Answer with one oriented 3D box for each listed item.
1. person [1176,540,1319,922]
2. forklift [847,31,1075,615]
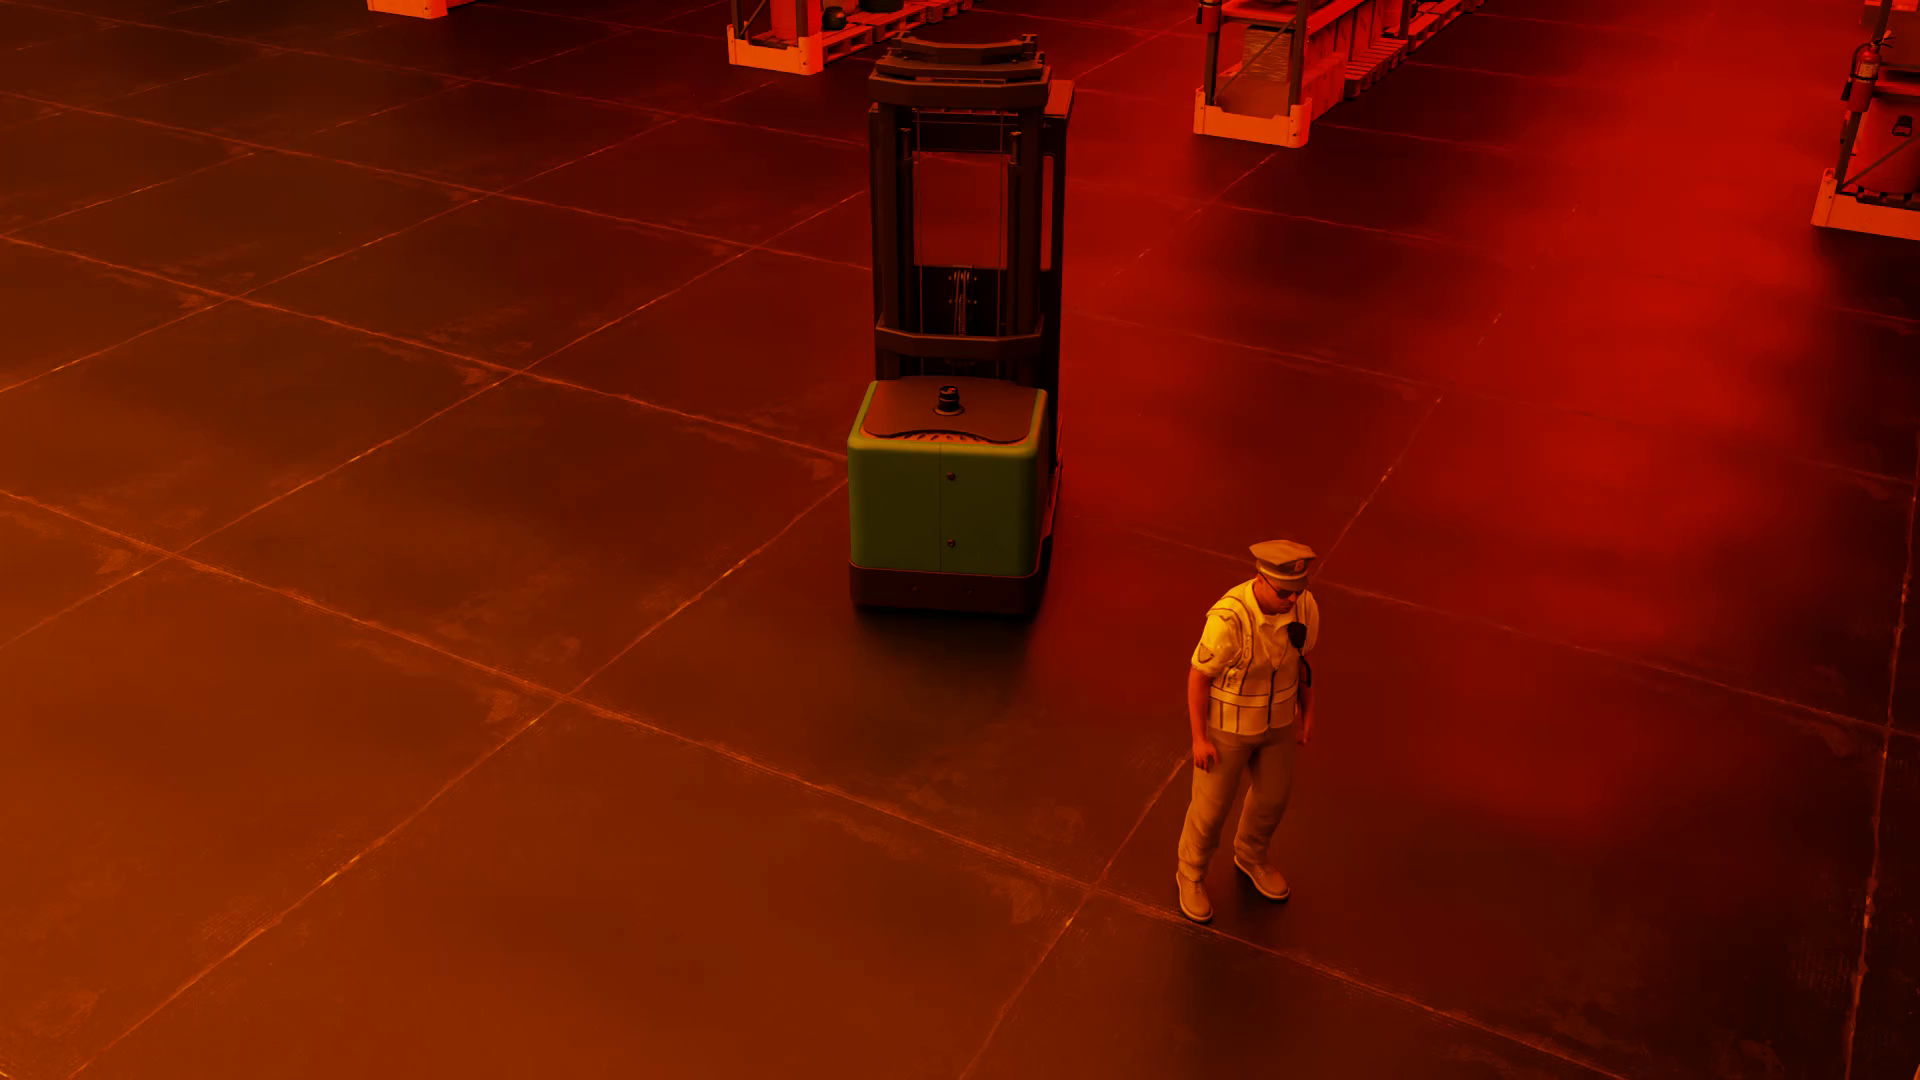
[{"bbox_3d":[1.203,0.750,6.950,0.605,1.751,0.433,-12,32,-19],"label":"person"},{"bbox_3d":[0.072,-1.572,9.794,1.130,2.935,3.031,3,30,6],"label":"forklift"}]
